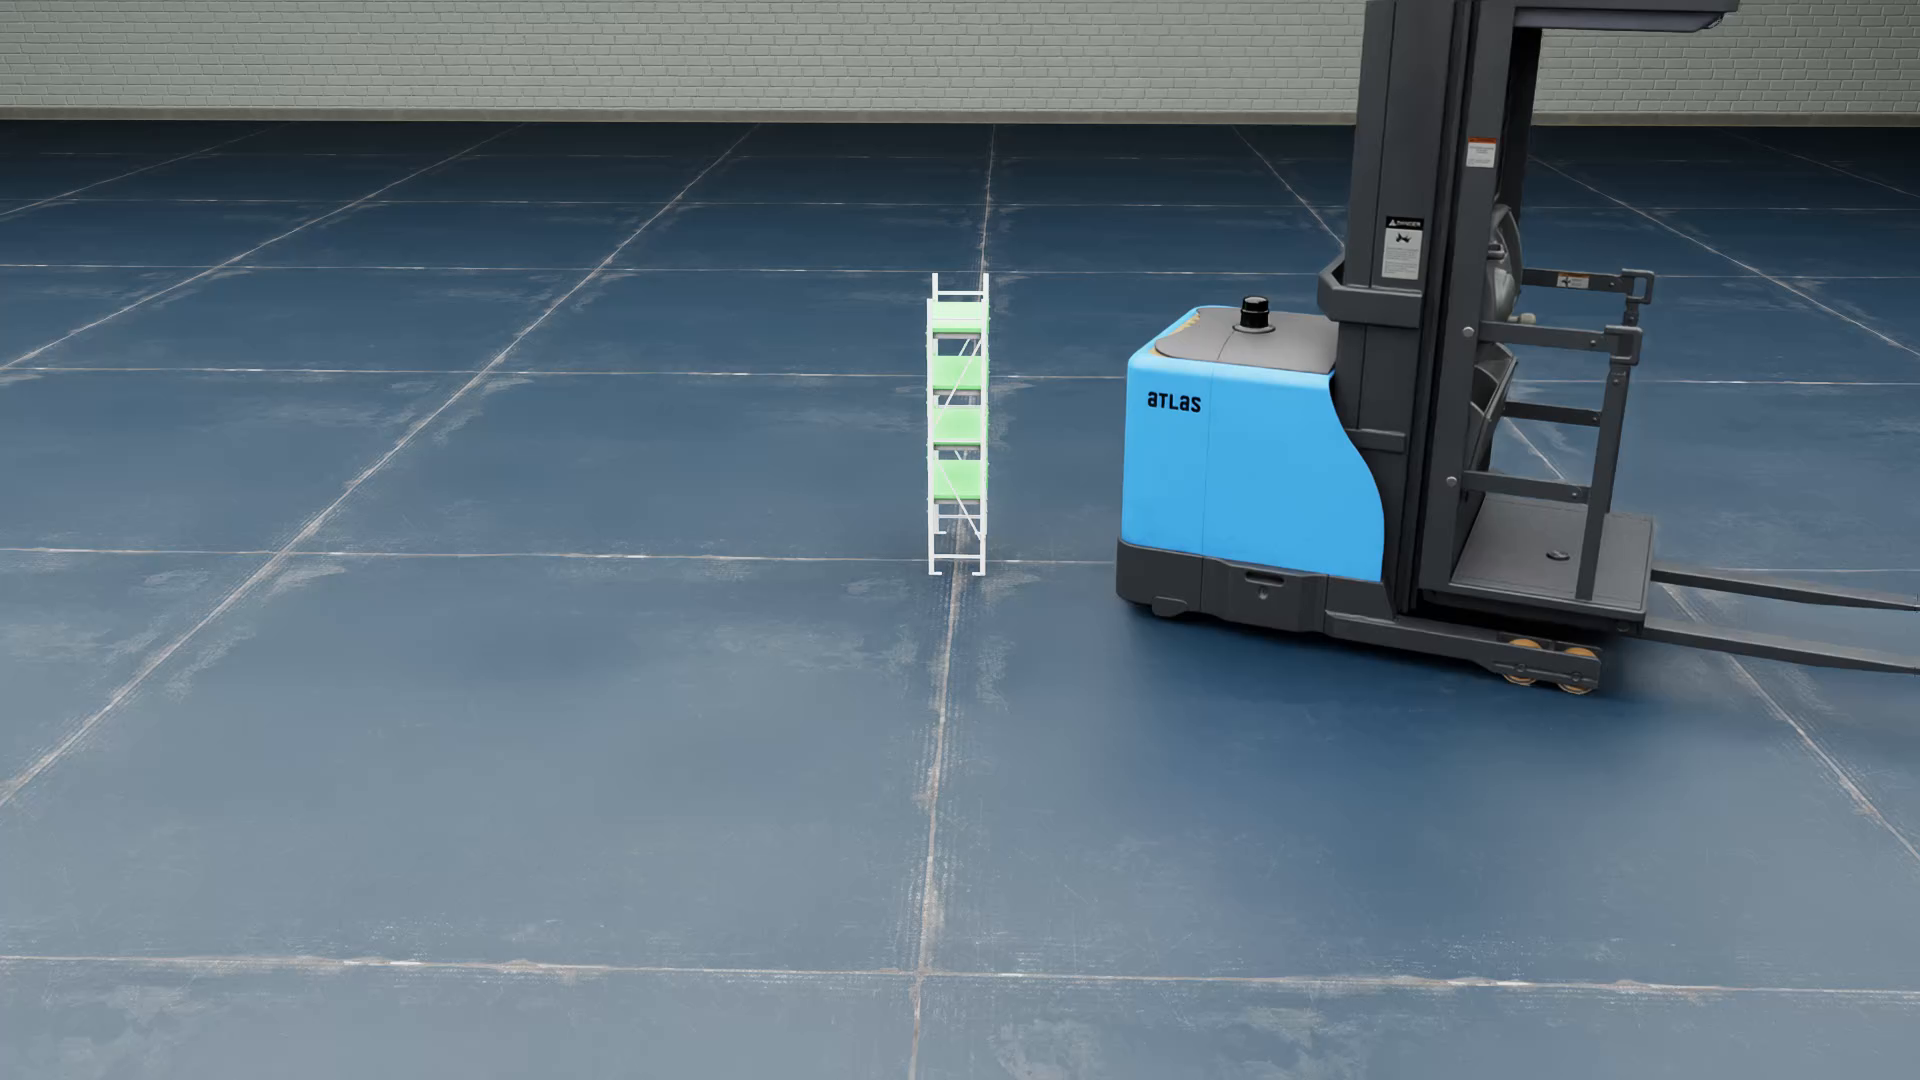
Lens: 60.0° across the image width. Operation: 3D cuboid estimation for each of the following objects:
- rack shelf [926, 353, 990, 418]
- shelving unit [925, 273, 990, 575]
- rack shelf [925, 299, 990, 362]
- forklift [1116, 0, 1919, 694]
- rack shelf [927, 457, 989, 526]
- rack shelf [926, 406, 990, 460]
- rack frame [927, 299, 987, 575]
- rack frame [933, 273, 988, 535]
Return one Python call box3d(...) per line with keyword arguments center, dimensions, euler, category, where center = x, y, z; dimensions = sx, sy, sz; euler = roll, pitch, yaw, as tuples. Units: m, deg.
box3d(center=(-0.005, -0.664, 7.094), dimensions=(0.258, 0.148, 0.480), euler=(1, 21, 2), category="rack shelf")
box3d(center=(-0.005, -0.500, 7.158), dimensions=(0.258, 1.200, 0.503), euler=(1, 21, 2), category="shelving unit")
box3d(center=(-0.005, -0.887, 7.007), dimensions=(0.258, 0.148, 0.480), euler=(1, 21, 2), category="rack shelf")
box3d(center=(2.199, -1.022, 6.110), dimensions=(3.031, 2.935, 1.130), euler=(9, 23, 22), category="forklift")
box3d(center=(-0.005, -0.216, 7.268), dimensions=(0.258, 0.148, 0.480), euler=(1, 21, 2), category="rack shelf")
box3d(center=(-0.005, -0.440, 7.181), dimensions=(0.258, 0.148, 0.480), euler=(1, 21, 2), category="rack shelf")
box3d(center=(-0.012, -0.411, 6.930), dimensions=(0.240, 1.200, 0.015), euler=(1, 21, 2), category="rack frame")
box3d(center=(0.002, -0.588, 7.385), dimensions=(0.240, 1.200, 0.015), euler=(1, 21, 2), category="rack frame")
